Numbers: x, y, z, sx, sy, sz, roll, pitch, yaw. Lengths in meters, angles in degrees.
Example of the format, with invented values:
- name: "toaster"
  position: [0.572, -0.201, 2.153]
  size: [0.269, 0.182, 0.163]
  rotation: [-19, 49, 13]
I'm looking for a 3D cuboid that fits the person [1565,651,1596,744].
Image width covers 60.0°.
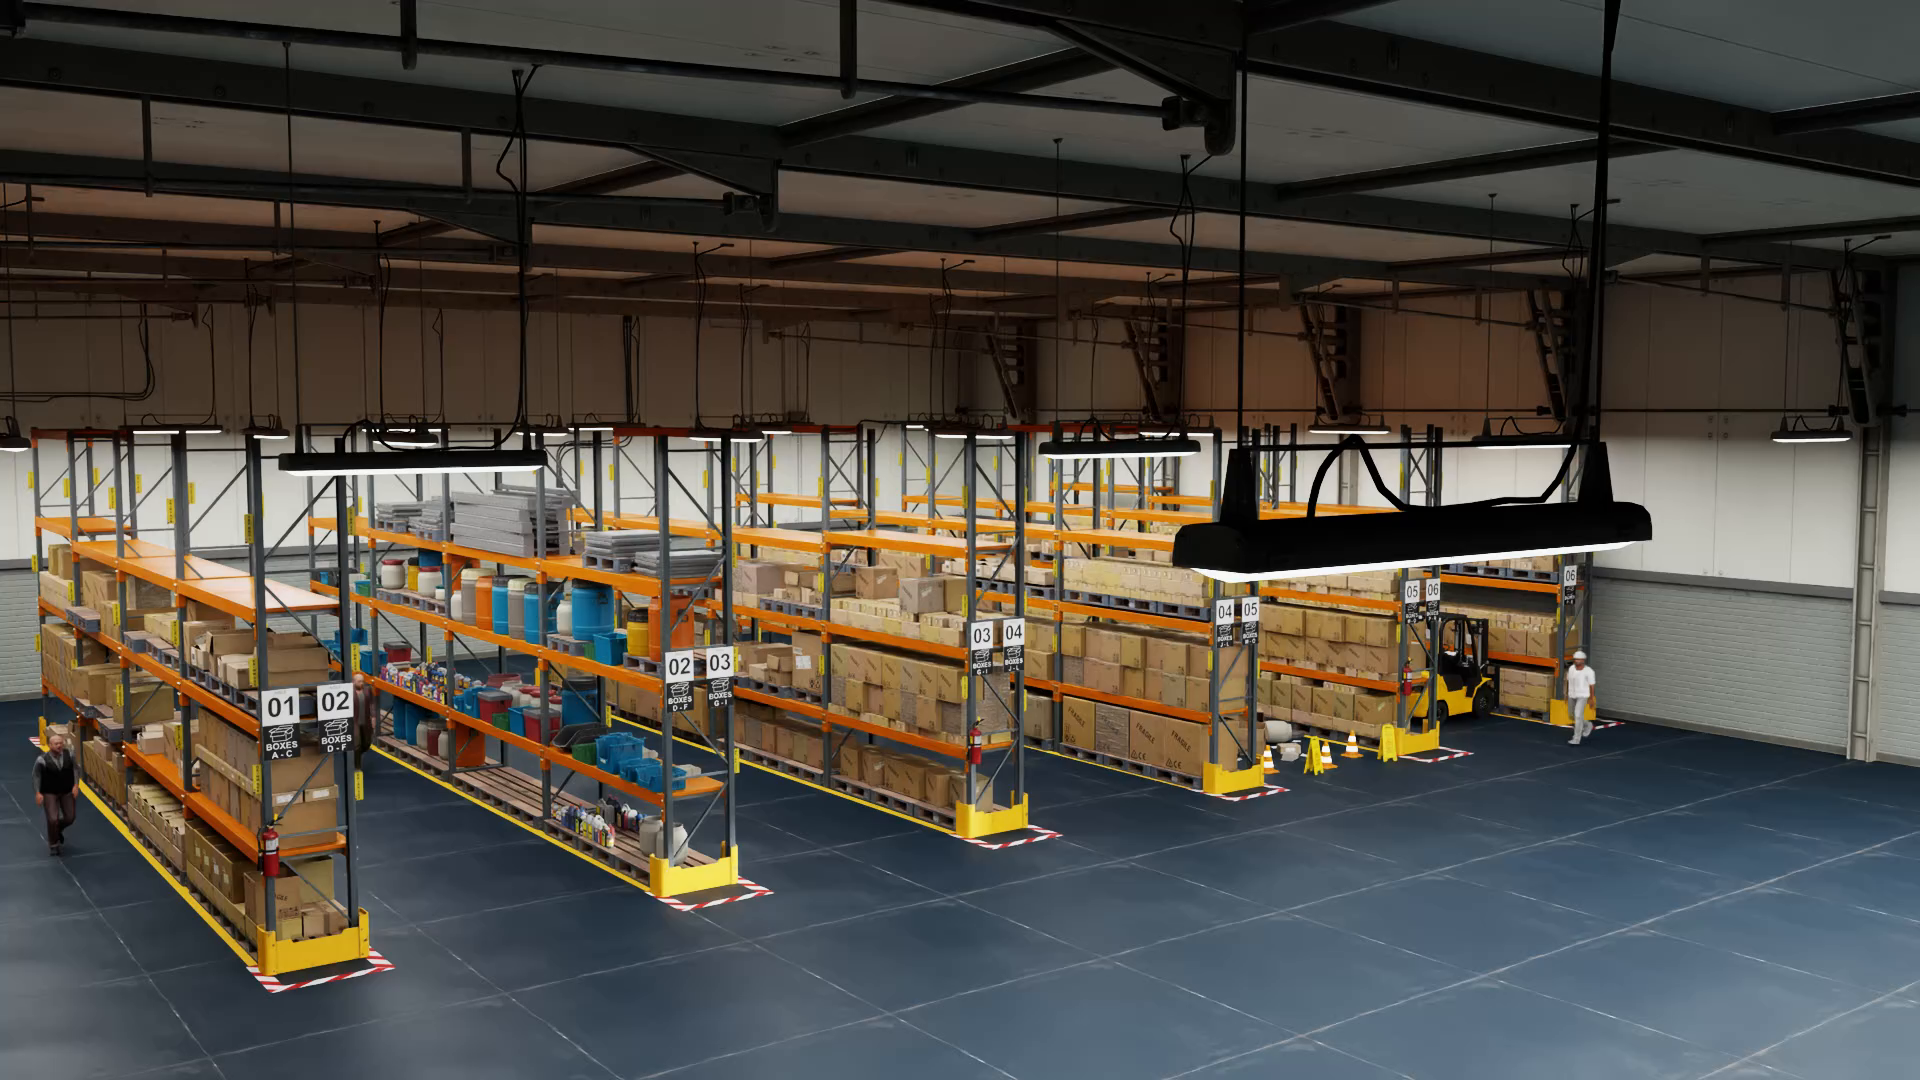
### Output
- name: "person"
  position: [11.790, 2.978, 31.611]
  size: [0.890, 1.746, 0.594]
  rotation: [-3, 5, -31]

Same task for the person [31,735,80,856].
- name: "person"
  position: [-12.960, 3.621, 23.813]
  size: [0.638, 1.702, 0.624]
  rotation: [4, 6, 44]

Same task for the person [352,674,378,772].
- name: "person"
  position: [-10.546, 3.187, 29.004]
  size: [0.757, 1.763, 0.668]
  rotation: [4, 6, 44]
